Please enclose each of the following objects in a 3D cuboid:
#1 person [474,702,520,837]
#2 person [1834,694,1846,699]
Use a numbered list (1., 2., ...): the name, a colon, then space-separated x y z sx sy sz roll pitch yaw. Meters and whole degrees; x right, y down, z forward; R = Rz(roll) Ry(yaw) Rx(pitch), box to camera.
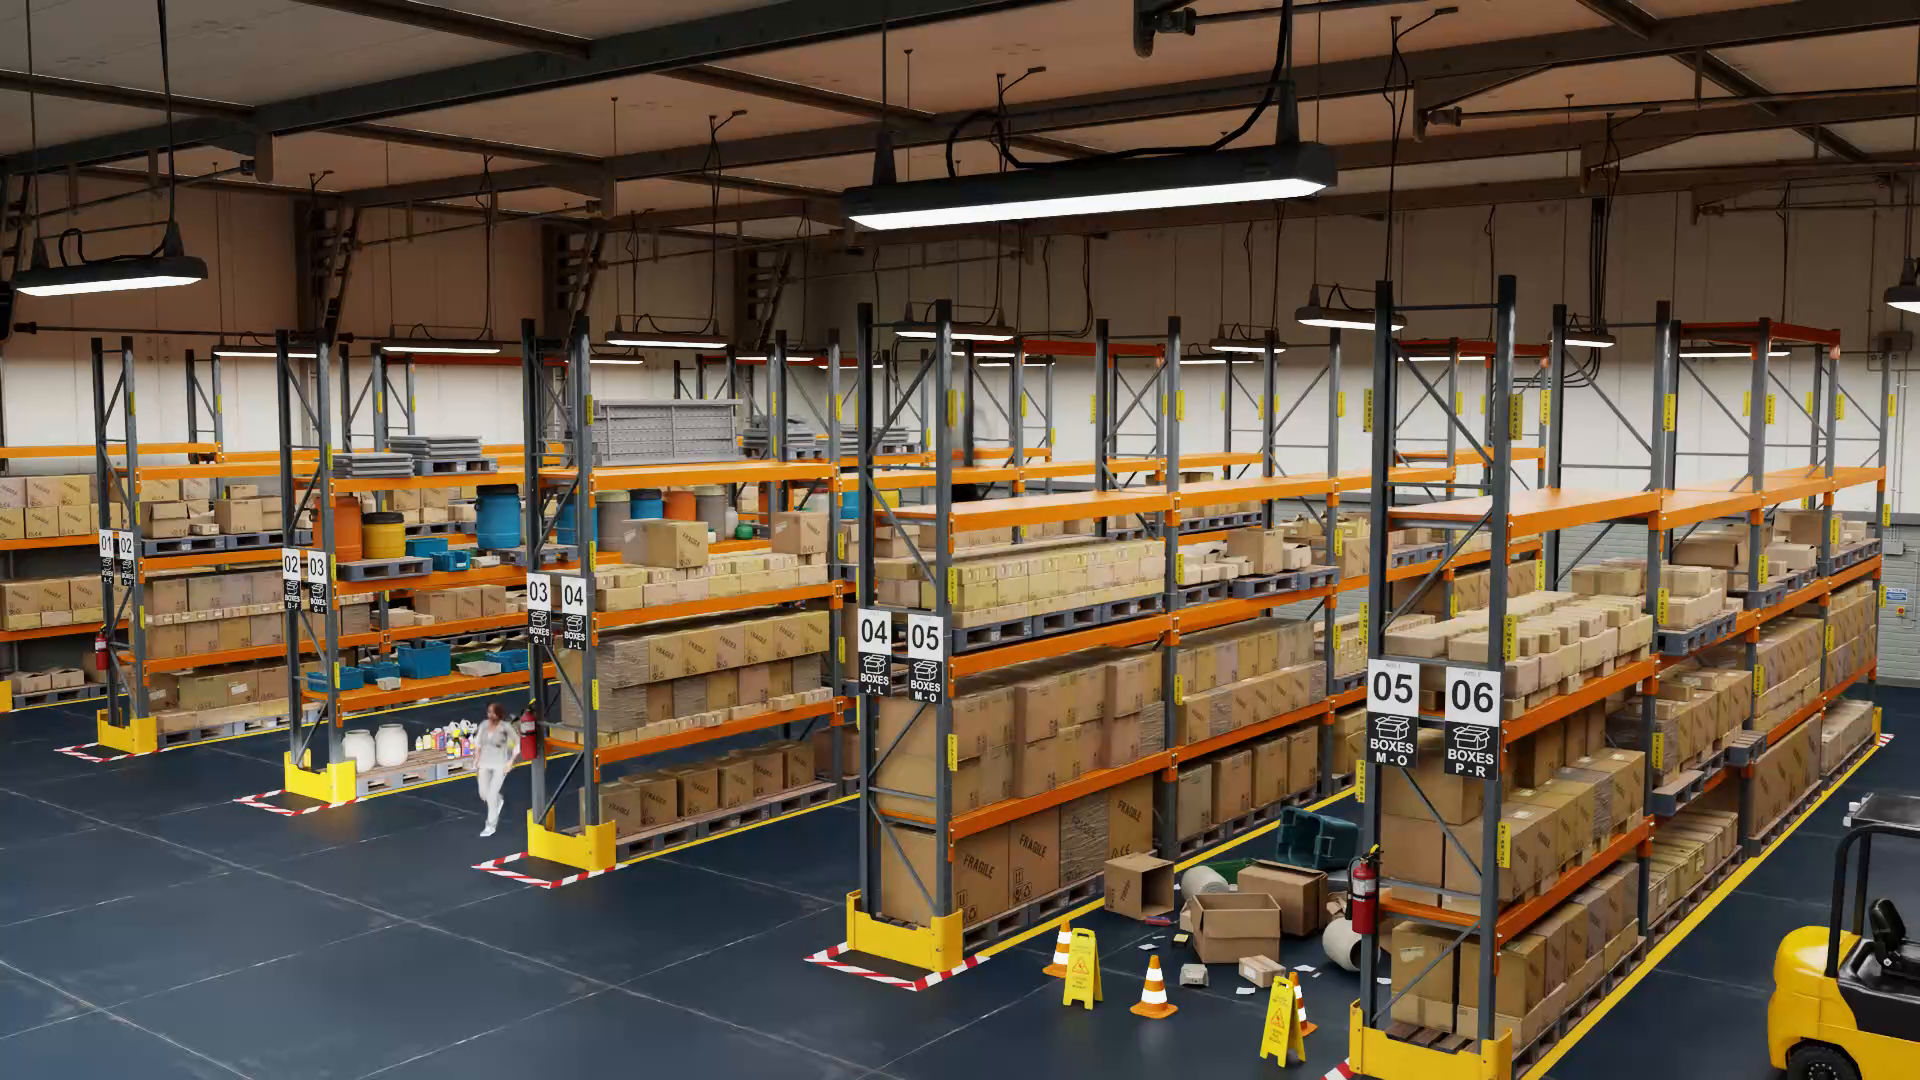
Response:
1. person: -5.460 2.678 19.688 0.590 1.578 0.647 1 5 10
2. person: 13.641 2.015 26.351 0.706 1.717 0.708 -4 7 -42
